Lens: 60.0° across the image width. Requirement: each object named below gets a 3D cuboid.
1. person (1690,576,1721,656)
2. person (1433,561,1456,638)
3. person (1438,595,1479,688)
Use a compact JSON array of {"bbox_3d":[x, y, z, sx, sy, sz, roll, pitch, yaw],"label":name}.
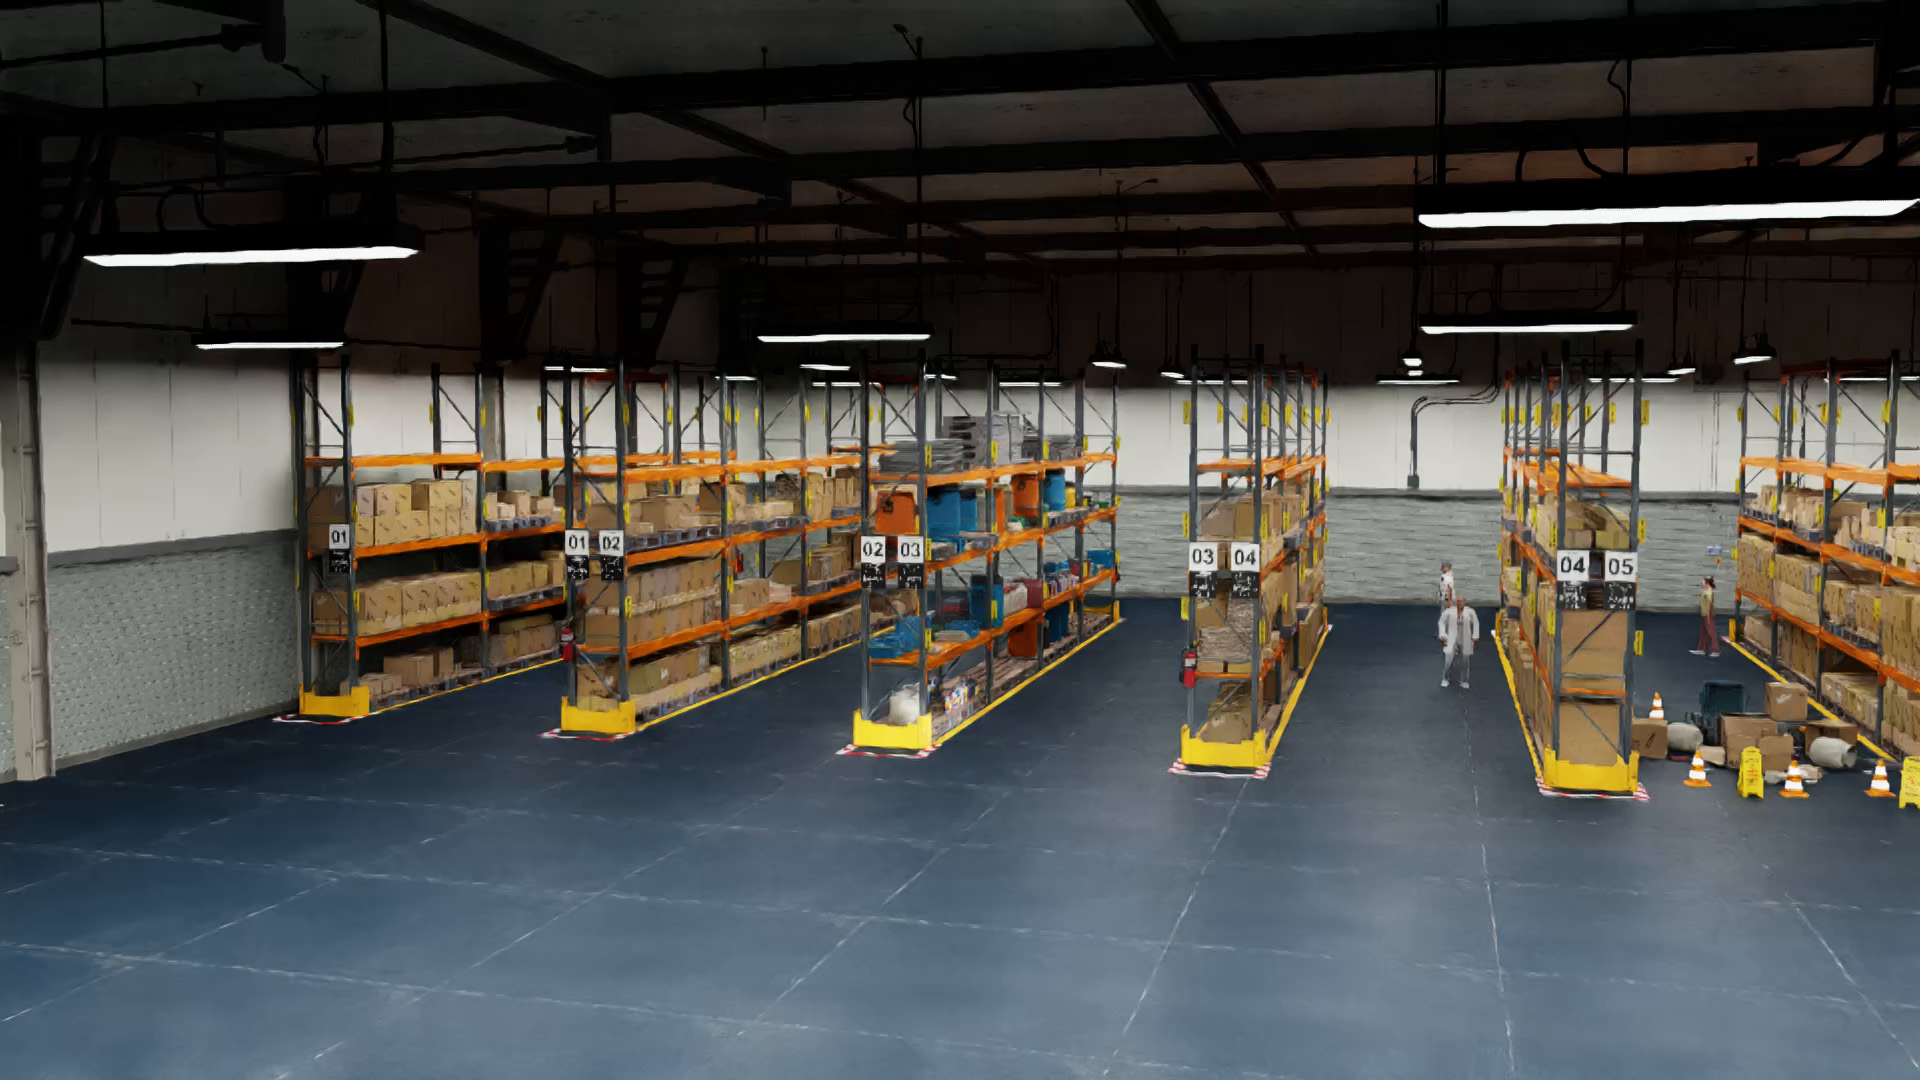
[{"bbox_3d":[15.550,1.579,34.627,0.571,1.651,0.627,2,5,21],"label":"person"},{"bbox_3d":[10.836,1.342,37.044,0.494,1.748,0.644,1,4,11],"label":"person"},{"bbox_3d":[9.156,1.858,30.556,0.729,1.721,0.546,1,4,15],"label":"person"}]
